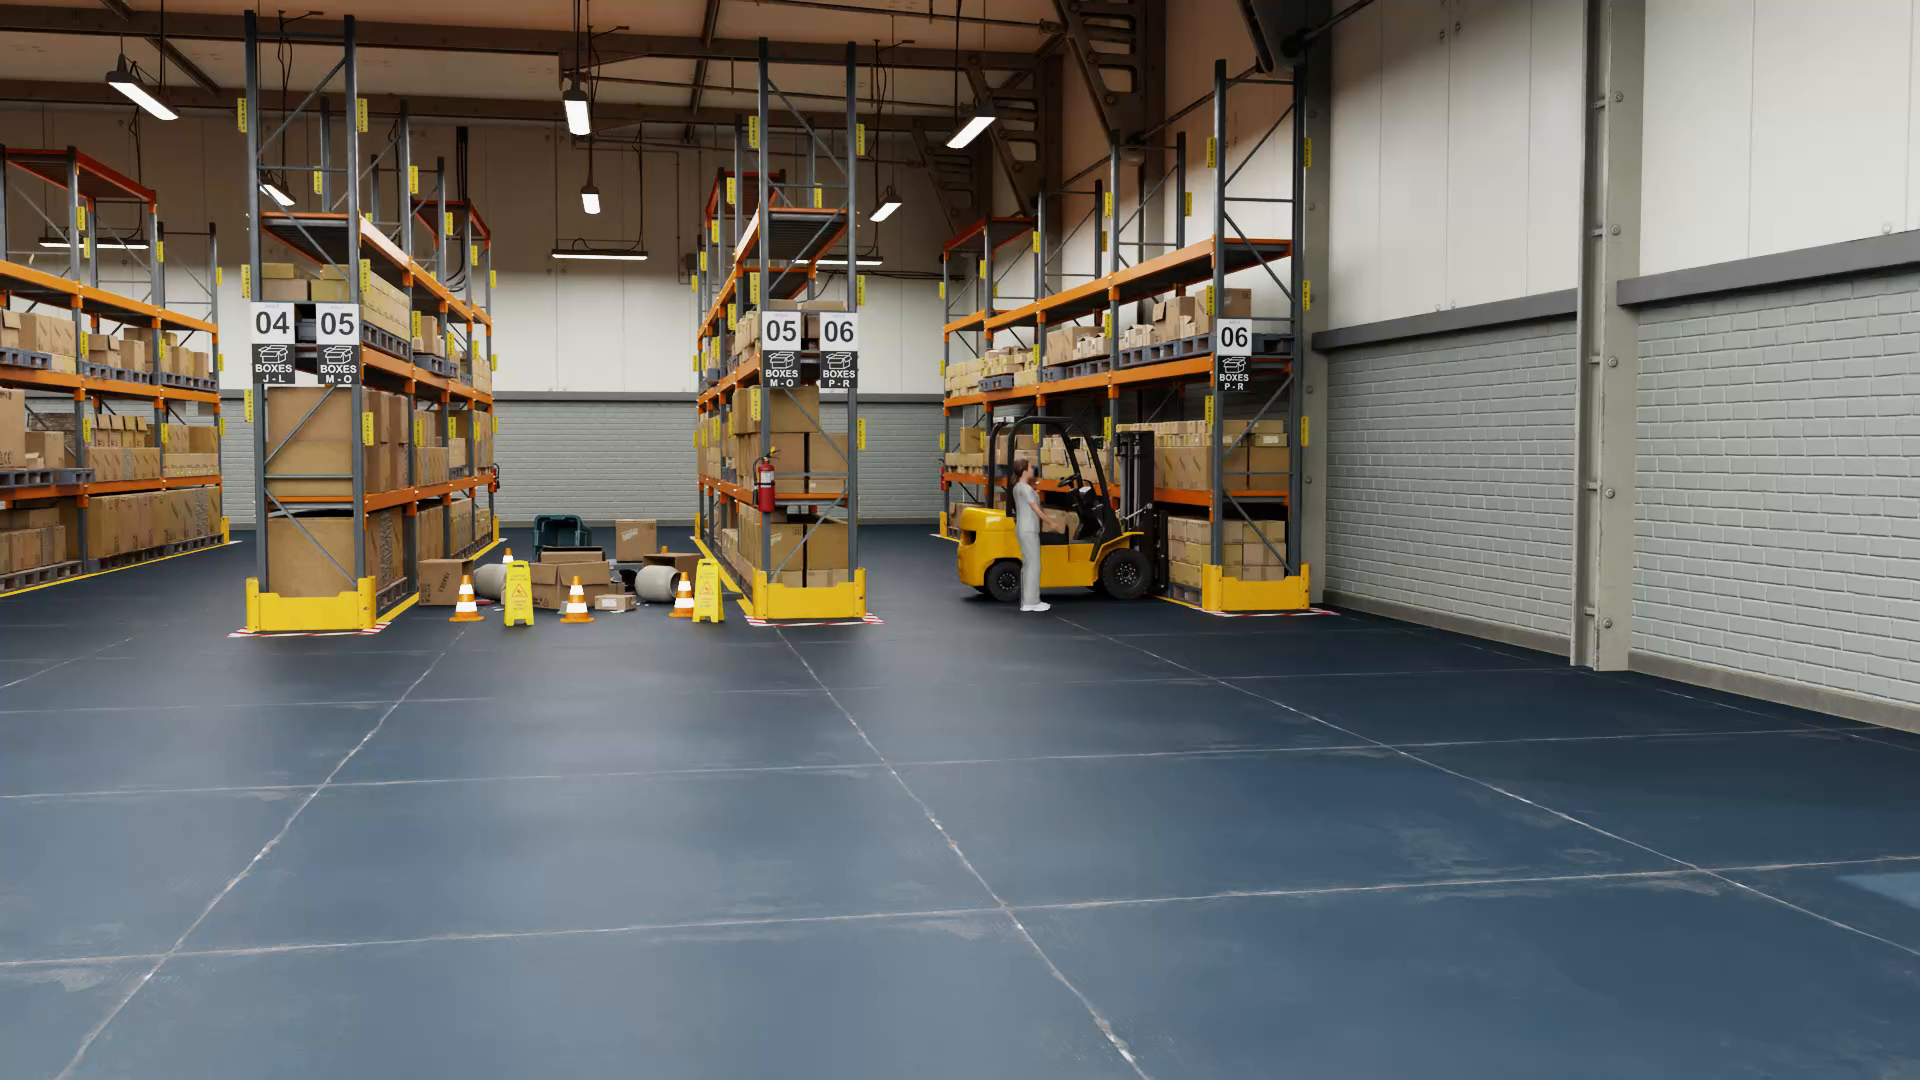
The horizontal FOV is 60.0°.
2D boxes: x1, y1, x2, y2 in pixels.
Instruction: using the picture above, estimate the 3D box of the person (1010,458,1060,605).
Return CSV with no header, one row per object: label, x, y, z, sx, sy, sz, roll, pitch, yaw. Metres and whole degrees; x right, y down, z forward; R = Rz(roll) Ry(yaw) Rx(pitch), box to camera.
person,0.808,-0.099,18.314,0.544,1.602,0.445,-1,3,-12
